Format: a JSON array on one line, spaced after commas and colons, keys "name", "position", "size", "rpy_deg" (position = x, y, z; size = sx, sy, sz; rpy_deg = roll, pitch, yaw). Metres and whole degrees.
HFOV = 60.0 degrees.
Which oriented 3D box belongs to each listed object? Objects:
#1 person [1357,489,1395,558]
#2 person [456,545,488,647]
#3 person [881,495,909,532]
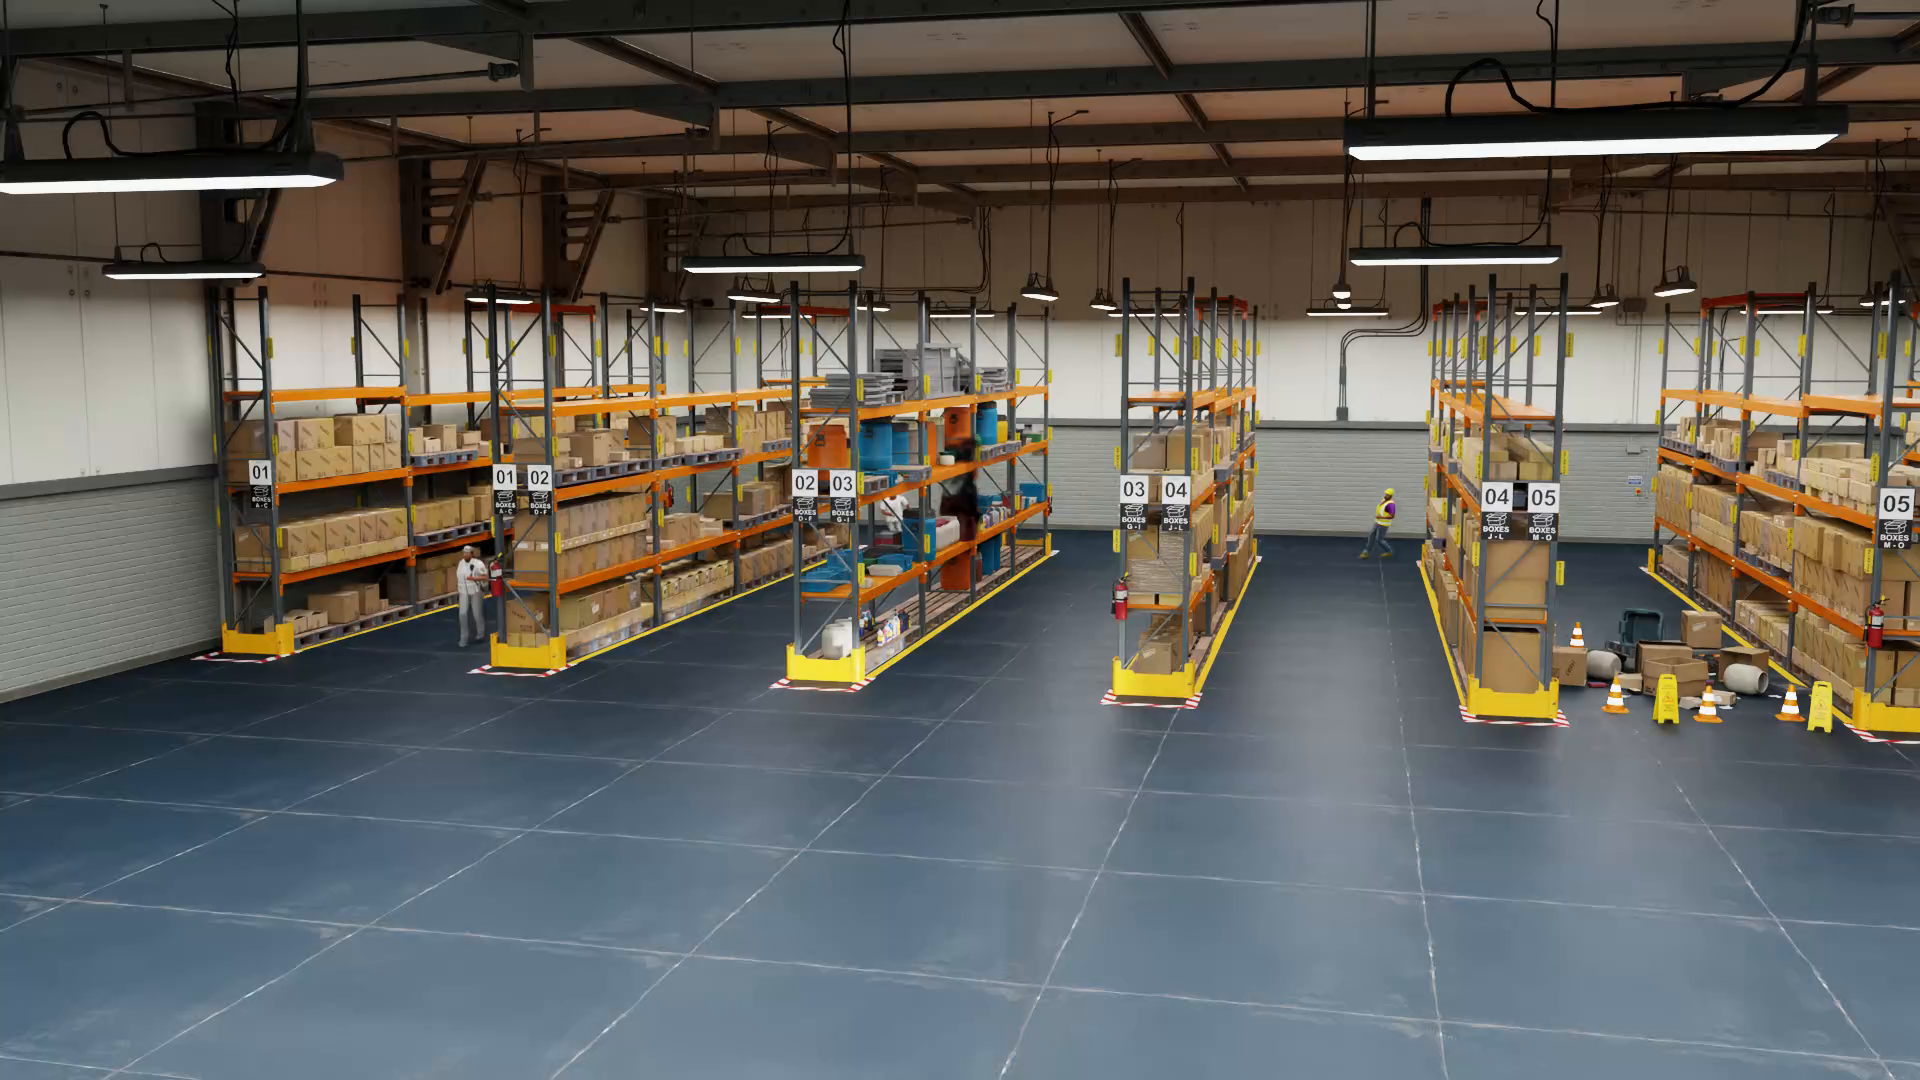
[{"name": "person", "position": [9.939, -0.382, 39.428], "size": [0.817, 1.710, 0.797], "rpy_deg": [-1, 7, -6]}, {"name": "person", "position": [-8.287, 0.941, 28.302], "size": [0.581, 1.721, 0.794], "rpy_deg": [1, 7, 5]}, {"name": "person", "position": [-1.585, -0.478, 40.219], "size": [0.673, 1.702, 0.573], "rpy_deg": [0, 7, 4]}]
